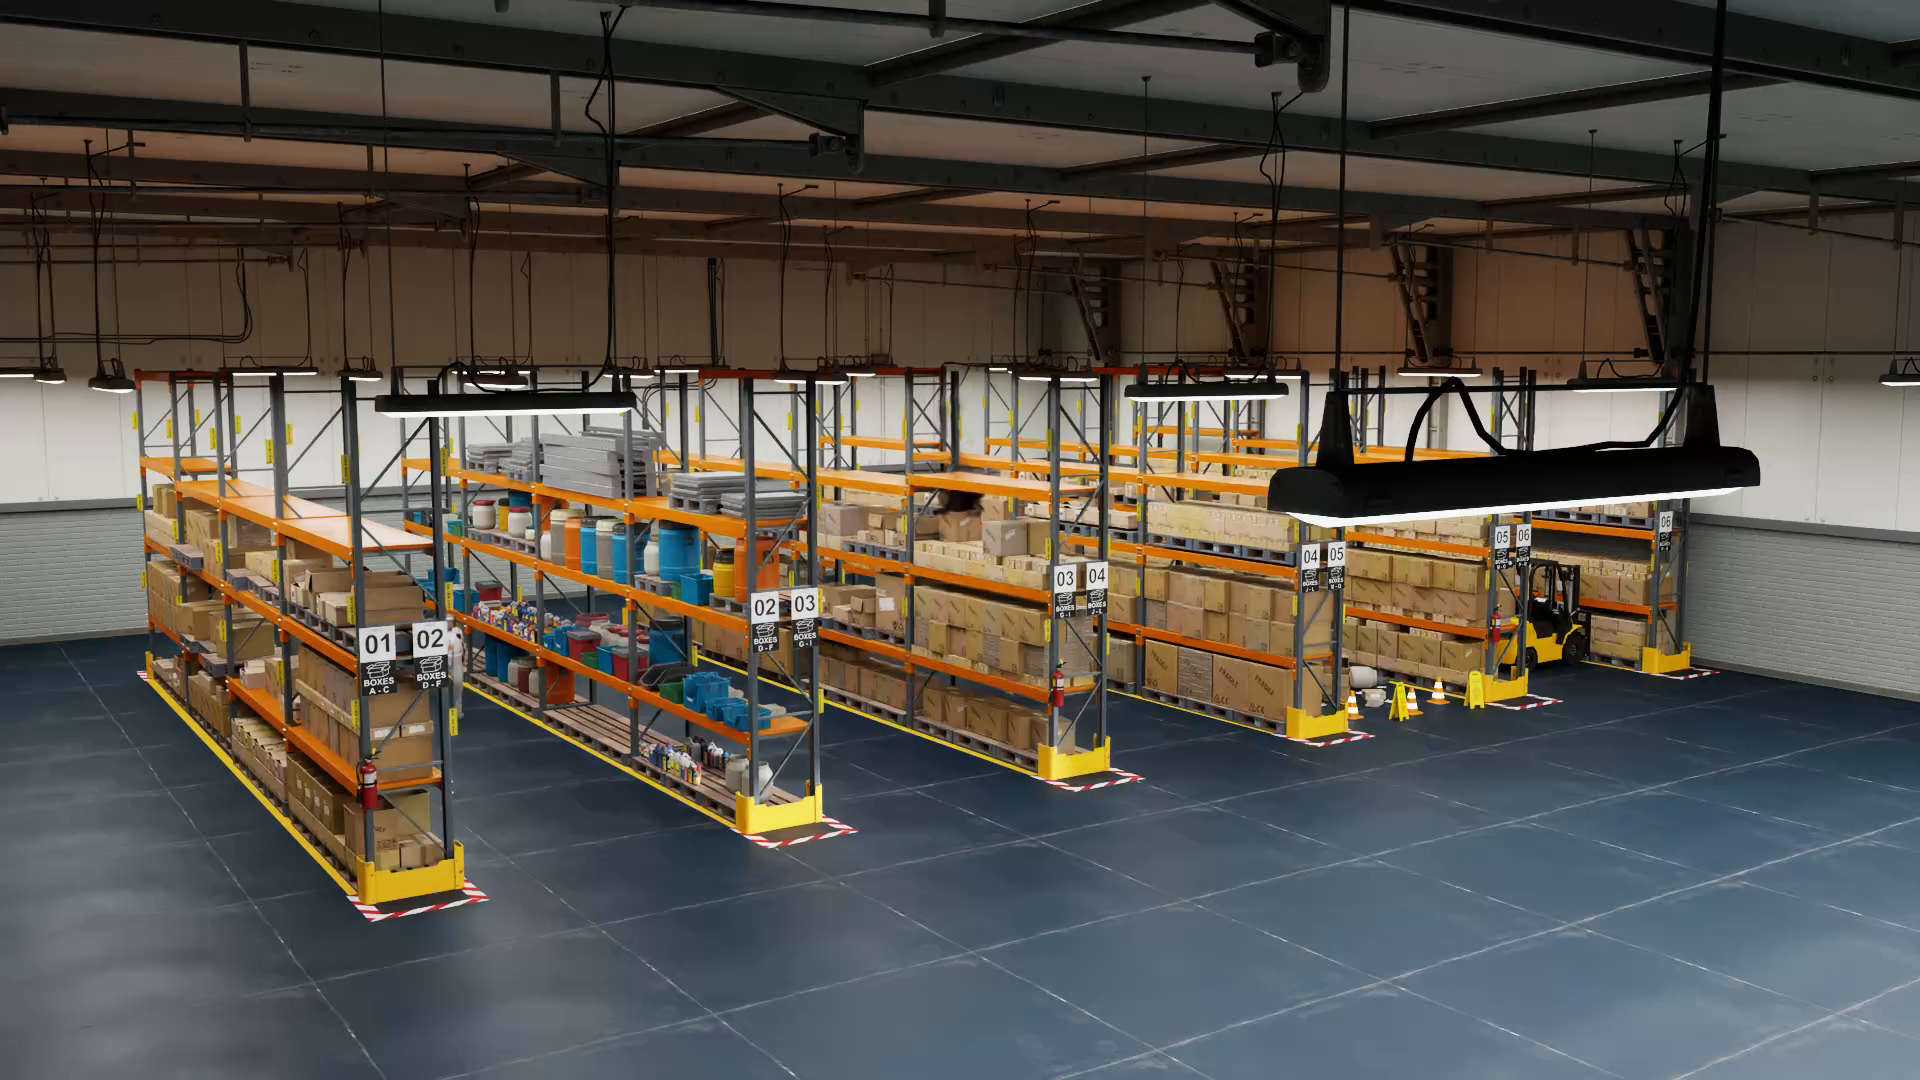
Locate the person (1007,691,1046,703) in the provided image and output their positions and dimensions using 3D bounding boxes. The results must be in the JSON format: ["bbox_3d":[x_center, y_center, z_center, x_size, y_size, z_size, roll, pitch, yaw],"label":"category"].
[{"bbox_3d":[1.230,2.028,30.109,0.943,1.767,0.704,5,8,38],"label":"person"}]

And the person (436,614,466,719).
[{"bbox_3d":[-8.919,2.159,29.013,0.647,1.802,0.948,-4,8,-32],"label":"person"}]
